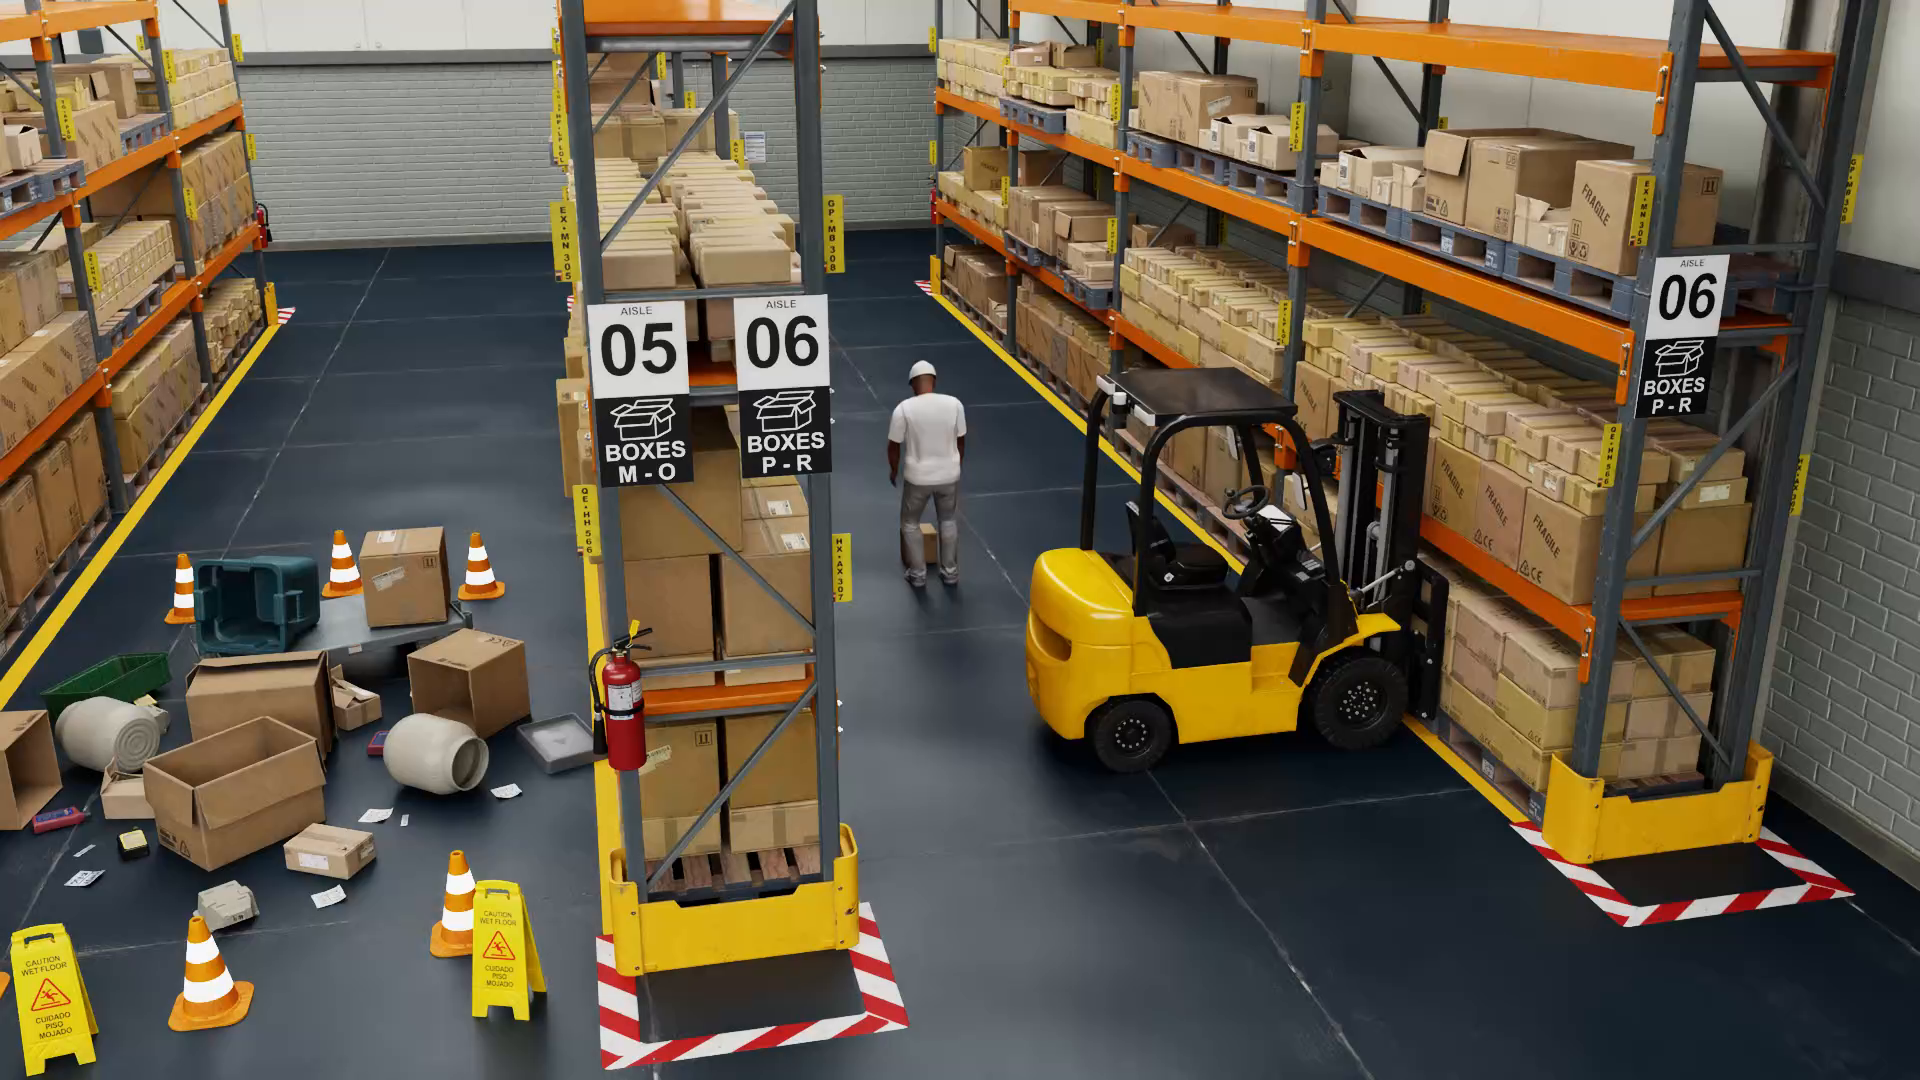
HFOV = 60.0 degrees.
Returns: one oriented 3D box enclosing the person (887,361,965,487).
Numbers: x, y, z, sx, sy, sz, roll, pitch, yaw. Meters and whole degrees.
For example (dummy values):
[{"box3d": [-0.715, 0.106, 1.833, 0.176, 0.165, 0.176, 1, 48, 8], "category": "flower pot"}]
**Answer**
[{"box3d": [-0.254, -0.823, 12.424, 0.594, 0.998, 0.491, -4, 20, -11], "category": "person"}]
